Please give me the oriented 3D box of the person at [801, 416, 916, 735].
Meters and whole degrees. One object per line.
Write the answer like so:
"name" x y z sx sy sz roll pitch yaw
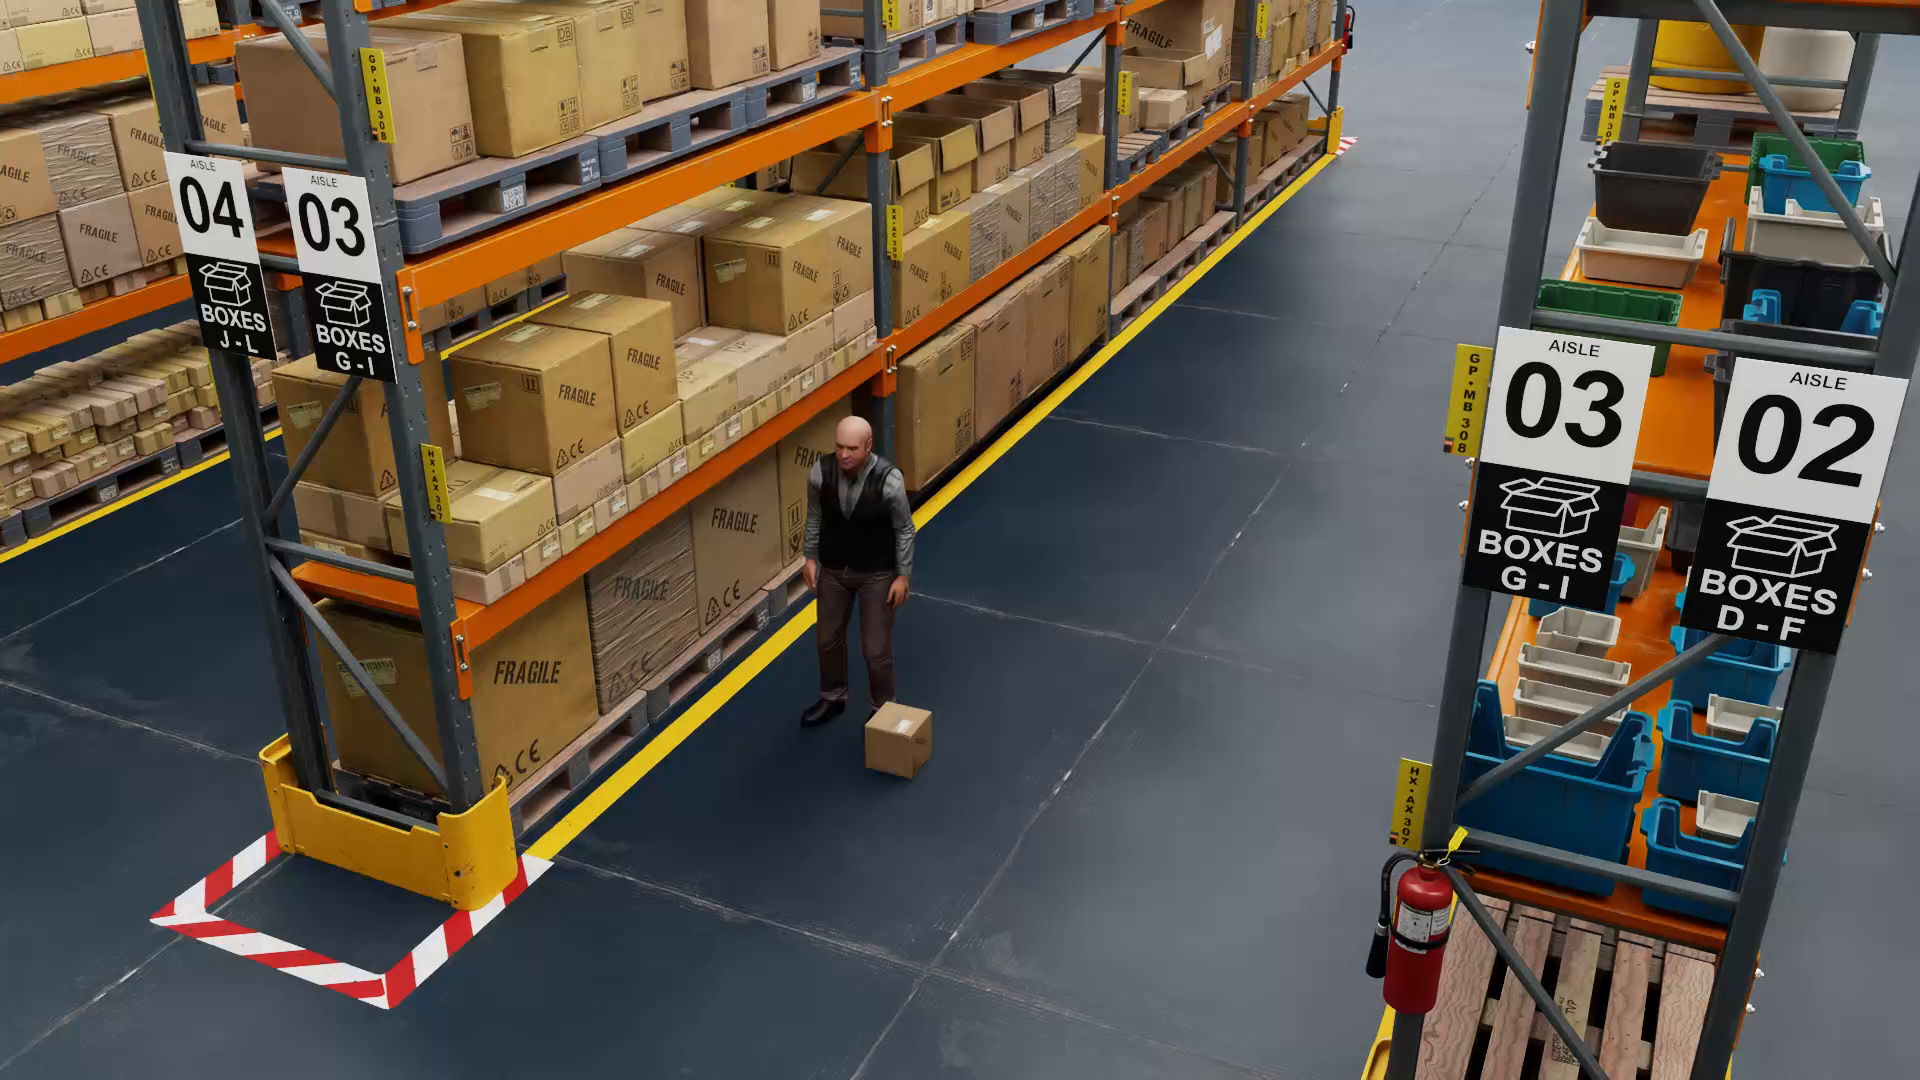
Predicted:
"person" -0.503 0.204 8.338 0.586 1.618 0.419 10 28 19
